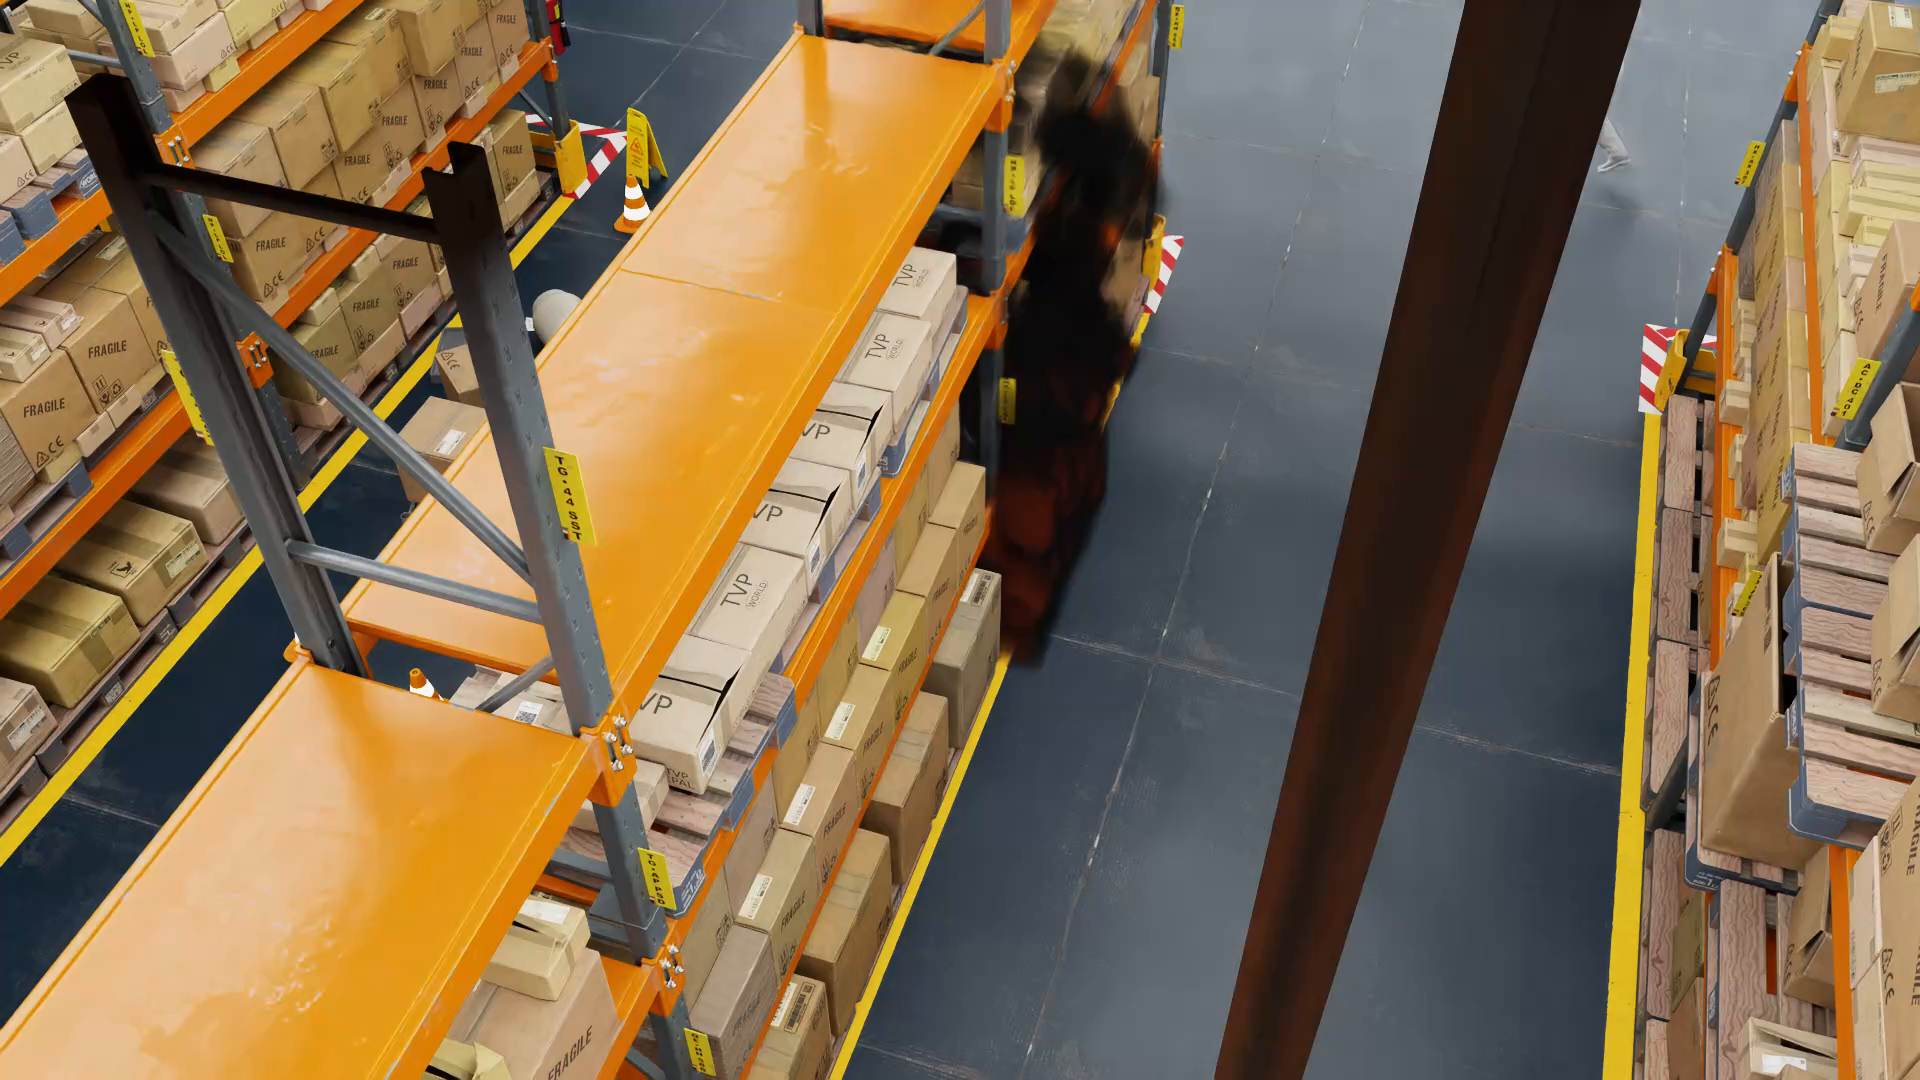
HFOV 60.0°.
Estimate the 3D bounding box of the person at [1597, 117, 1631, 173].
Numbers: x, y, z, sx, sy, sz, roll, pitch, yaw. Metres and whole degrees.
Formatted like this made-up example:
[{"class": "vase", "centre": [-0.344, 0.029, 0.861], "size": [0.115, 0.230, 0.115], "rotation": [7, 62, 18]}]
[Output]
[{"class": "person", "centre": [5.152, -3.779, 13.590], "size": [0.672, 1.809, 0.982], "rotation": [-25, 51, -22]}]
